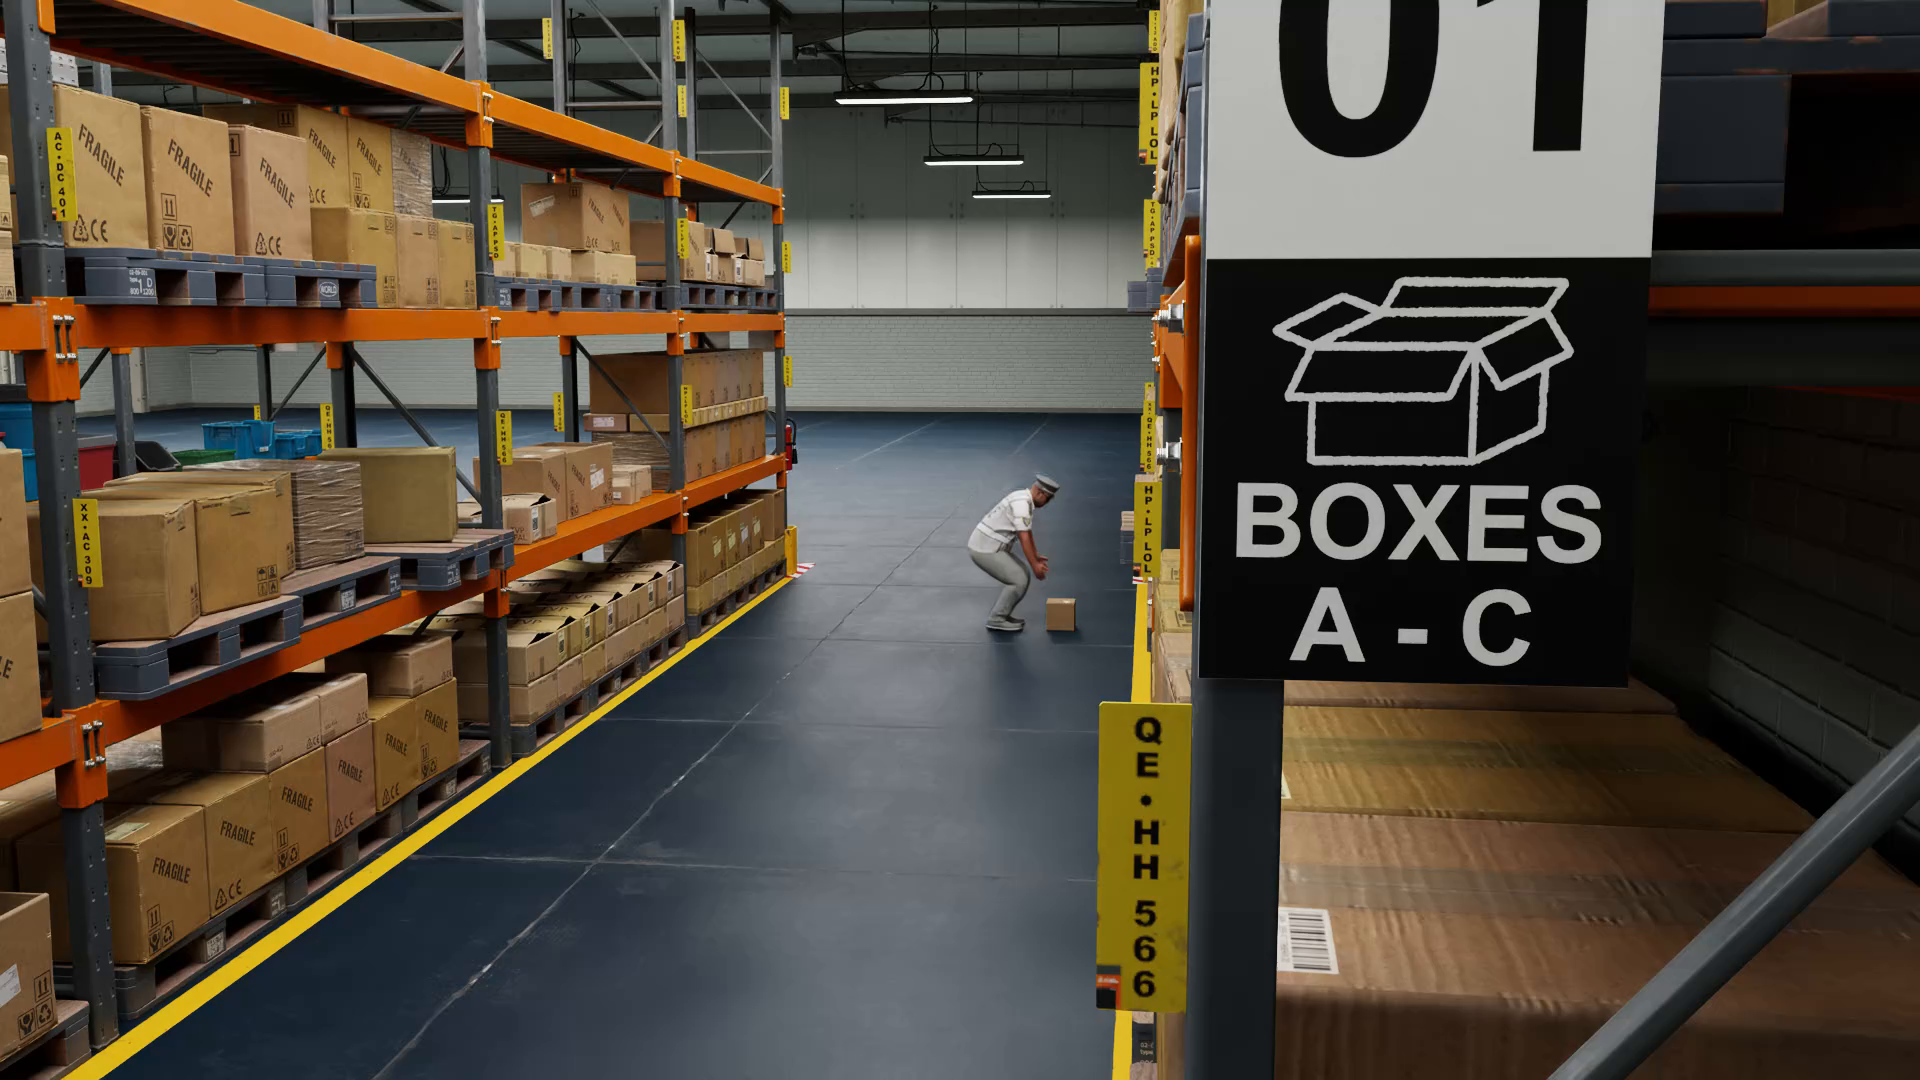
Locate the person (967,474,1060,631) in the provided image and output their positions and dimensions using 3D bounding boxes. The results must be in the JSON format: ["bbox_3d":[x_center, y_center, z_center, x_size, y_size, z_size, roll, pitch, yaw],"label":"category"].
[{"bbox_3d":[0.485,0.103,14.934,0.826,1.381,0.590,1,8,6],"label":"person"}]
